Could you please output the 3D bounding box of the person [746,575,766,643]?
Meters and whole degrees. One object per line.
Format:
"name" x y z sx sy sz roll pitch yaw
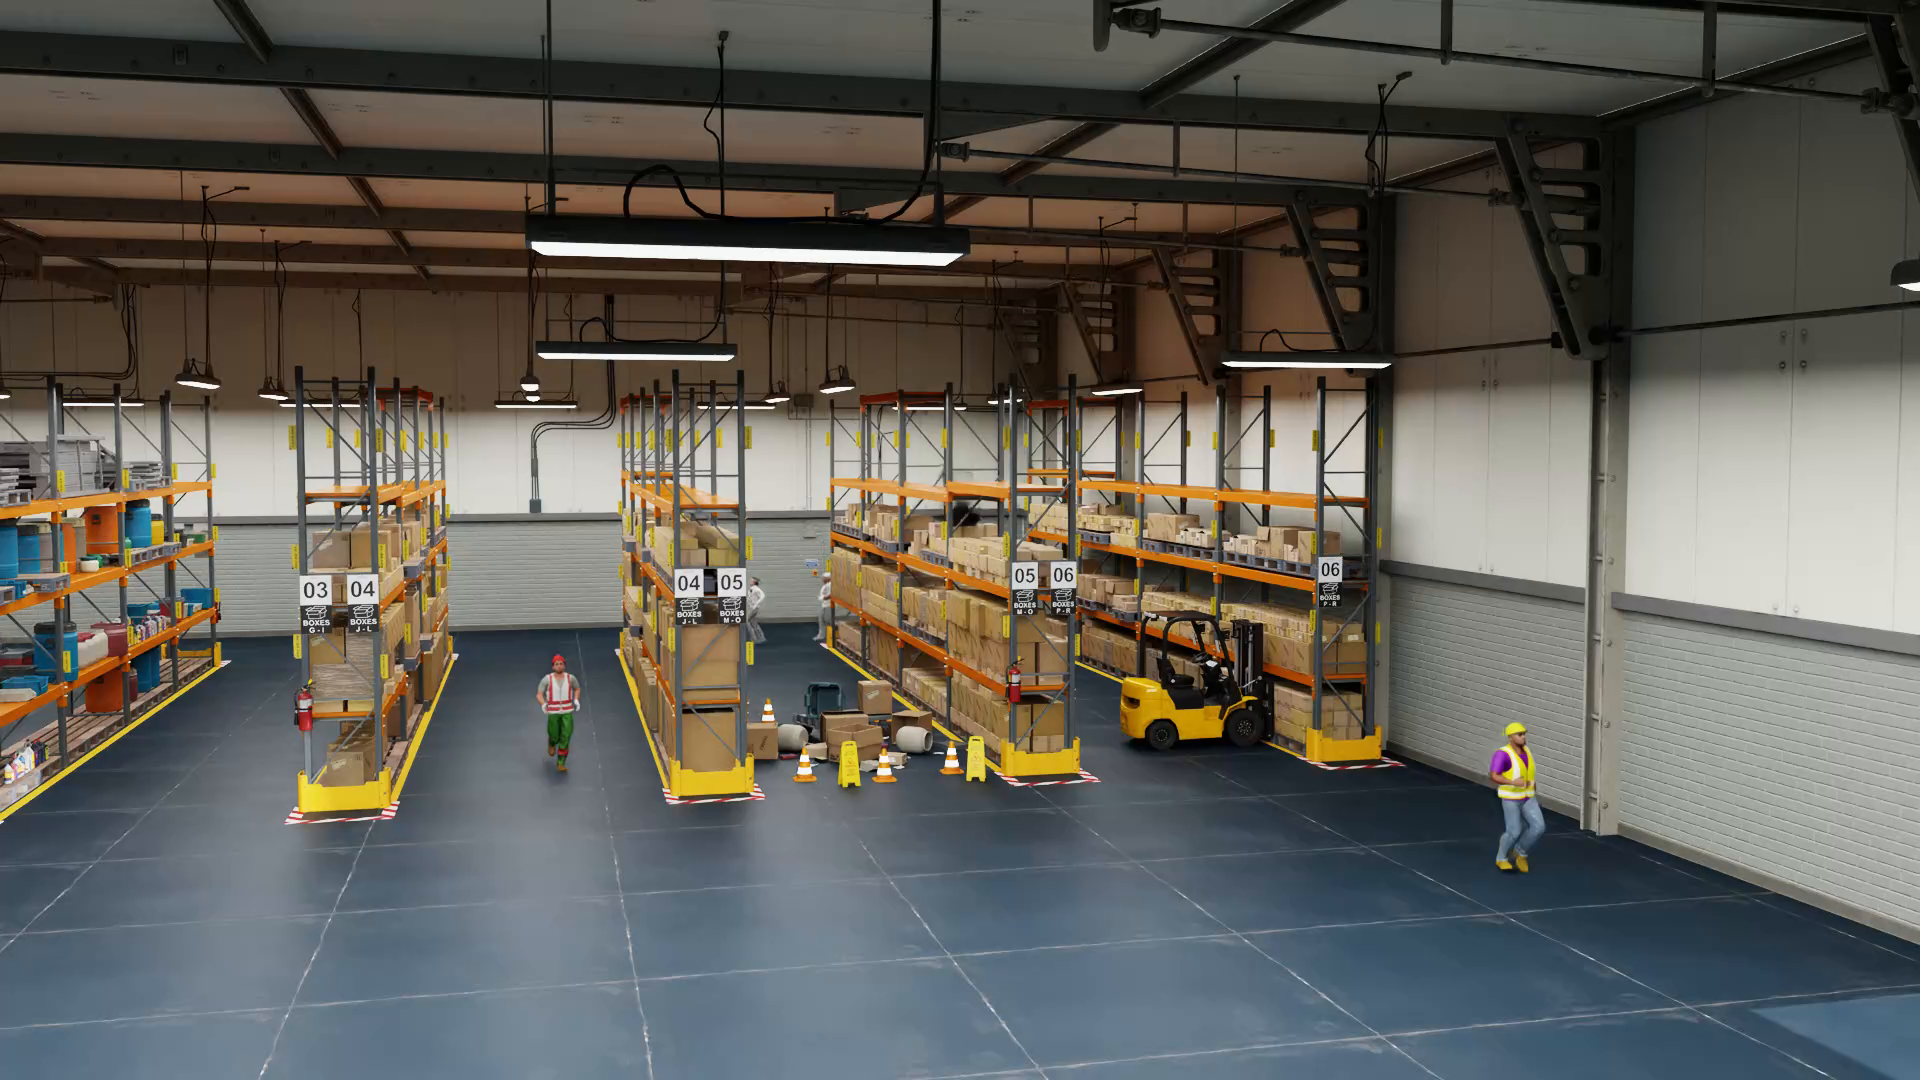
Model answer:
"person" -5.107 1.725 40.878 0.666 1.717 0.596 -1 4 -14

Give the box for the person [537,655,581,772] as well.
"person" -6.088 2.630 25.345 0.670 1.749 0.773 -1 4 -22

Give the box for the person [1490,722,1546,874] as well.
"person" 6.430 2.976 19.150 0.767 1.758 0.609 -2 4 -26

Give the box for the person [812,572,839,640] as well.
"person" -3.273 1.655 41.615 0.901 1.749 0.727 0 3 -3
